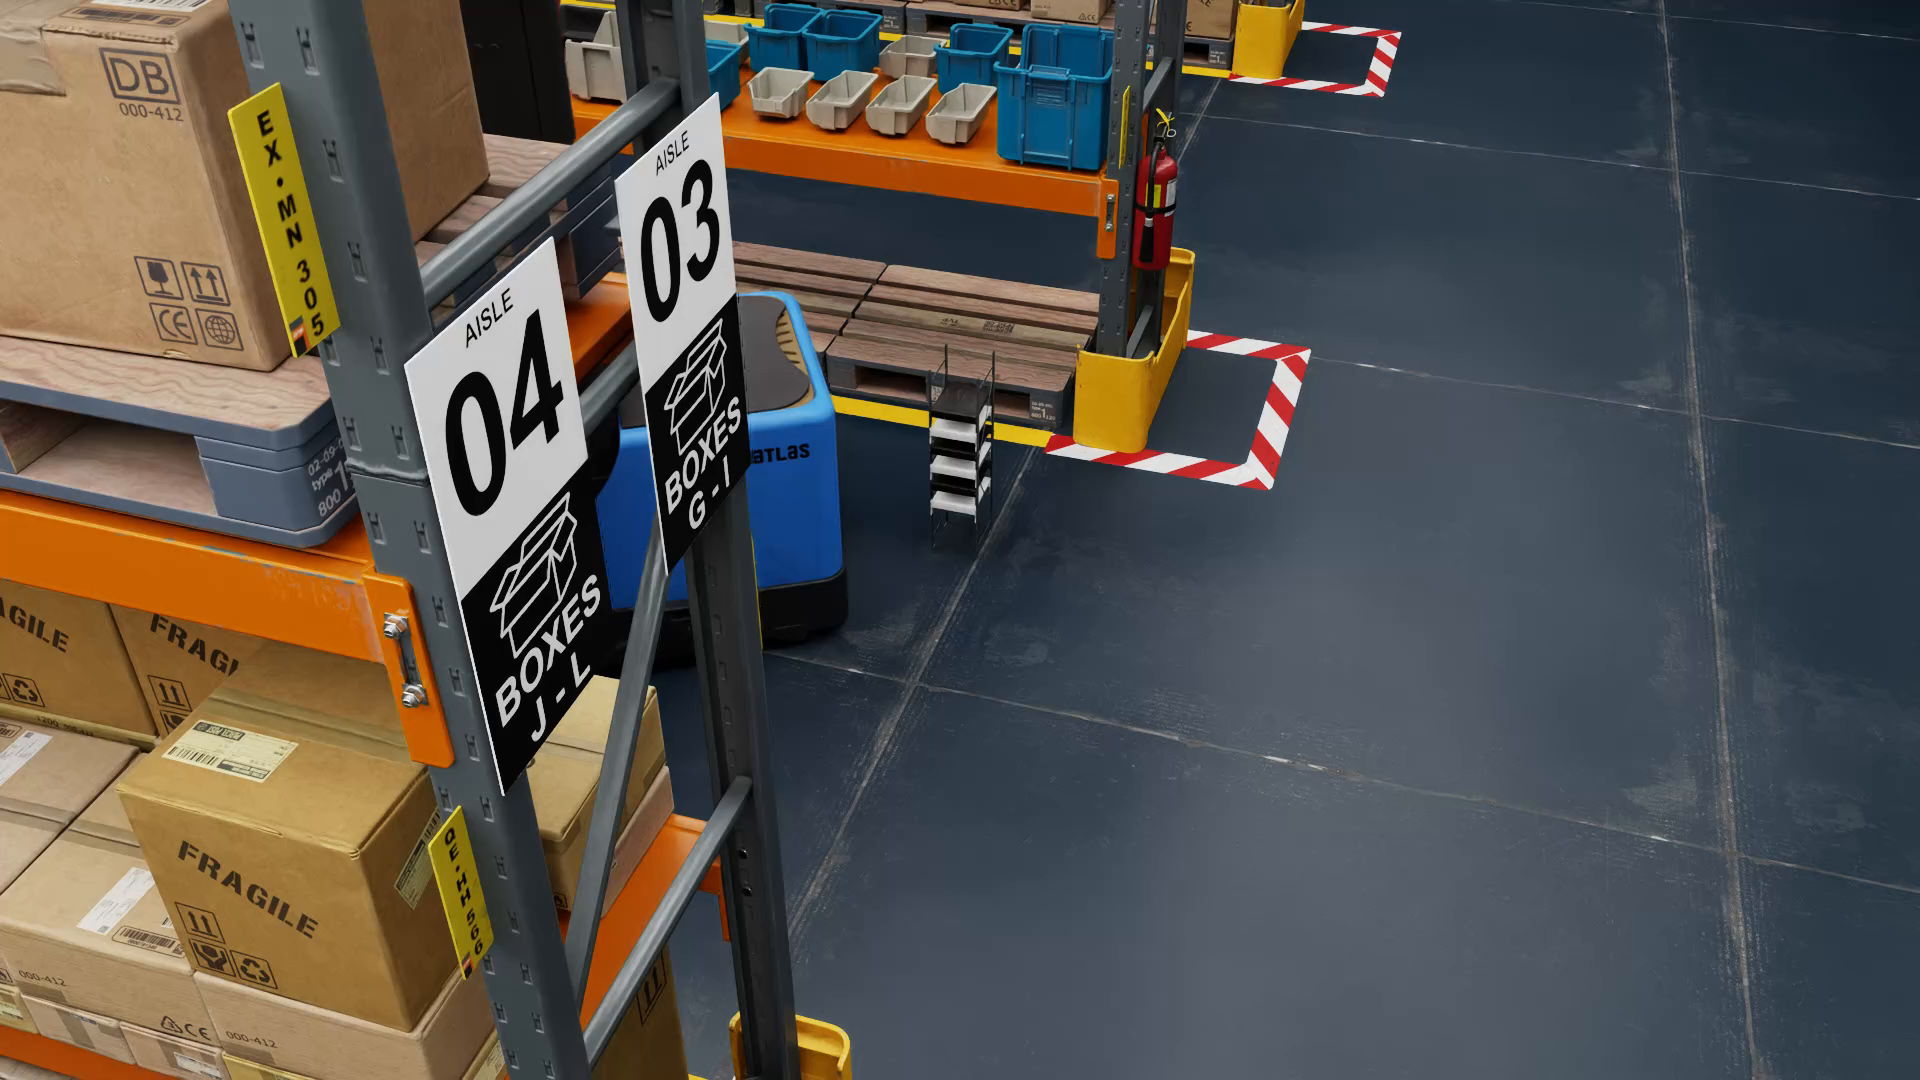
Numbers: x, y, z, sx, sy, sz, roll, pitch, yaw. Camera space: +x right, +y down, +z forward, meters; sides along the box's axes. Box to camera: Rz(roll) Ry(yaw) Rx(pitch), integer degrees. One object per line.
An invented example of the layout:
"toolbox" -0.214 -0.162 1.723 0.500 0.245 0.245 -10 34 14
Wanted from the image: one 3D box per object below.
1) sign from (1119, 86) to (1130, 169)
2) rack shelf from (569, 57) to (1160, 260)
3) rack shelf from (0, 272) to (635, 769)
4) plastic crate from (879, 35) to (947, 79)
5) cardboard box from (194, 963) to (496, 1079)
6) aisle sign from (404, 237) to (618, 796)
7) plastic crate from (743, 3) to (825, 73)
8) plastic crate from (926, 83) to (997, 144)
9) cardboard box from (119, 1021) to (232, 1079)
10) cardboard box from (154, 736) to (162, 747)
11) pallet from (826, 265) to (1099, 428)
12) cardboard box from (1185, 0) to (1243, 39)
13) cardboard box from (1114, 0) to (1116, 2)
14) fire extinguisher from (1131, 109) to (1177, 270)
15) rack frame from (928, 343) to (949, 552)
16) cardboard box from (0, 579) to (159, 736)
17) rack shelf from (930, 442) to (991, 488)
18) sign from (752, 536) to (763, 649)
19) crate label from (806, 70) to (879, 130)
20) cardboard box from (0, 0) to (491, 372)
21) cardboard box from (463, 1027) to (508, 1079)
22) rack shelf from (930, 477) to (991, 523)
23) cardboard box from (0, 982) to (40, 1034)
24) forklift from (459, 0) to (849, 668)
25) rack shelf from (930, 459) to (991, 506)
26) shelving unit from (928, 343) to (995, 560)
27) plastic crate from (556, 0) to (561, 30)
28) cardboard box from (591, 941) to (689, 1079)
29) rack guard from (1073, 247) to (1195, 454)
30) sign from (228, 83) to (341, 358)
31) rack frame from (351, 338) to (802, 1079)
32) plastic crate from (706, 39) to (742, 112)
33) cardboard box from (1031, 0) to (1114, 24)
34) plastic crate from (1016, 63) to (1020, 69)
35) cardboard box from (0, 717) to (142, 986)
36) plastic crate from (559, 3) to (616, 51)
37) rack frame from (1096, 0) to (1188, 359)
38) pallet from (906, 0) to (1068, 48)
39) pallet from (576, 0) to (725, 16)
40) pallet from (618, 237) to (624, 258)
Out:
"sign" 0.683 -1.712 6.908 0.005 0.325 0.100 10 38 14
"rack shelf" -1.078 -2.024 8.077 4.000 0.370 1.077 10 38 14
"rack shelf" -2.554 -0.430 3.380 4.000 0.370 1.077 10 38 14
"plastic crate" -0.235 -2.332 8.060 0.298 0.136 0.250 10 38 14
"cardboard box" -1.187 0.847 3.444 0.500 0.250 0.500 10 38 13
"aisle sign" -0.666 -0.023 2.557 0.004 0.787 0.394 10 38 14
"plastic crate" -0.849 -2.433 8.116 0.300 0.233 0.416 10 38 14
"plastic crate" -0.001 -1.920 7.500 0.243 0.136 0.396 10 38 14
"cardboard box" -1.573 0.976 3.605 0.250 0.149 0.380 11 38 14
"cardboard box" -1.521 0.457 3.975 0.500 0.250 0.500 10 38 13
"pallet" 0.056 -1.005 8.438 1.213 0.211 1.003 10 38 14
"cardboard box" 1.720 -3.890 11.742 0.500 0.500 0.500 10 38 14
"cardboard box" 1.400 -4.177 12.344 0.500 0.250 0.500 10 38 14
"fire extinguisher" 0.840 -1.496 7.131 0.183 0.674 0.296 10 38 14
"rack frame" -0.089 -0.379 7.006 0.006 0.900 0.240 10 38 14
"cardboard box" -1.997 0.066 3.872 0.500 0.500 0.500 10 37 13
"rack shelf" 0.008 -0.334 7.001 0.200 0.077 0.258 10 38 14
"sign" -0.474 0.148 3.721 0.005 0.325 0.100 10 38 14
"crate label" -0.546 -2.015 7.629 0.243 0.136 0.396 10 38 14
"cardboard box" -1.158 -0.678 2.587 0.500 0.500 0.700 8 37 11
"cardboard box" -1.083 1.066 3.483 0.250 0.149 0.380 11 38 15
"rack shelf" 0.008 -0.189 7.108 0.200 0.077 0.258 10 38 14
"cardboard box" -2.059 0.887 3.727 0.250 0.149 0.380 10 37 13
"forklift" -2.025 -0.875 5.966 3.031 2.935 1.130 -8 37 -11
"rack shelf" 0.008 -0.262 7.054 0.200 0.077 0.258 10 38 14
"shelving unit" 0.008 -0.361 6.981 0.210 0.900 0.258 10 38 14
"plastic crate" -2.209 -2.418 7.900 0.583 0.464 0.402 10 38 14
"cardboard box" -1.280 1.460 4.173 0.875 0.875 0.875 10 38 14
"rack guard" 0.858 -0.957 8.129 0.348 0.500 1.175 10 38 14
"sign" -0.820 -0.386 2.034 0.005 0.325 0.100 10 38 14
"rack frame" -0.645 0.842 3.576 0.127 3.000 1.000 10 38 14
"plastic crate" -1.205 -2.135 7.711 0.300 0.233 0.416 10 38 14
"cardboard box" 0.822 -3.974 12.067 0.500 0.250 0.500 10 38 14
"plastic crate" 0.413 -2.212 7.897 0.298 0.136 0.250 10 38 14
"cardboard box" -2.157 0.667 3.689 0.500 0.250 0.500 9 37 12
"plastic crate" -1.838 -2.535 8.345 0.590 0.125 0.437 10 38 14
"rack frame" 0.832 -1.961 7.383 0.127 3.000 1.000 10 38 14
"pallet" 0.318 -4.010 12.520 1.213 0.211 1.003 10 38 14
"pallet" -2.294 -4.469 13.144 1.213 0.211 1.003 10 38 14
"pallet" -2.273 -1.437 9.024 1.213 0.211 1.003 10 38 14
